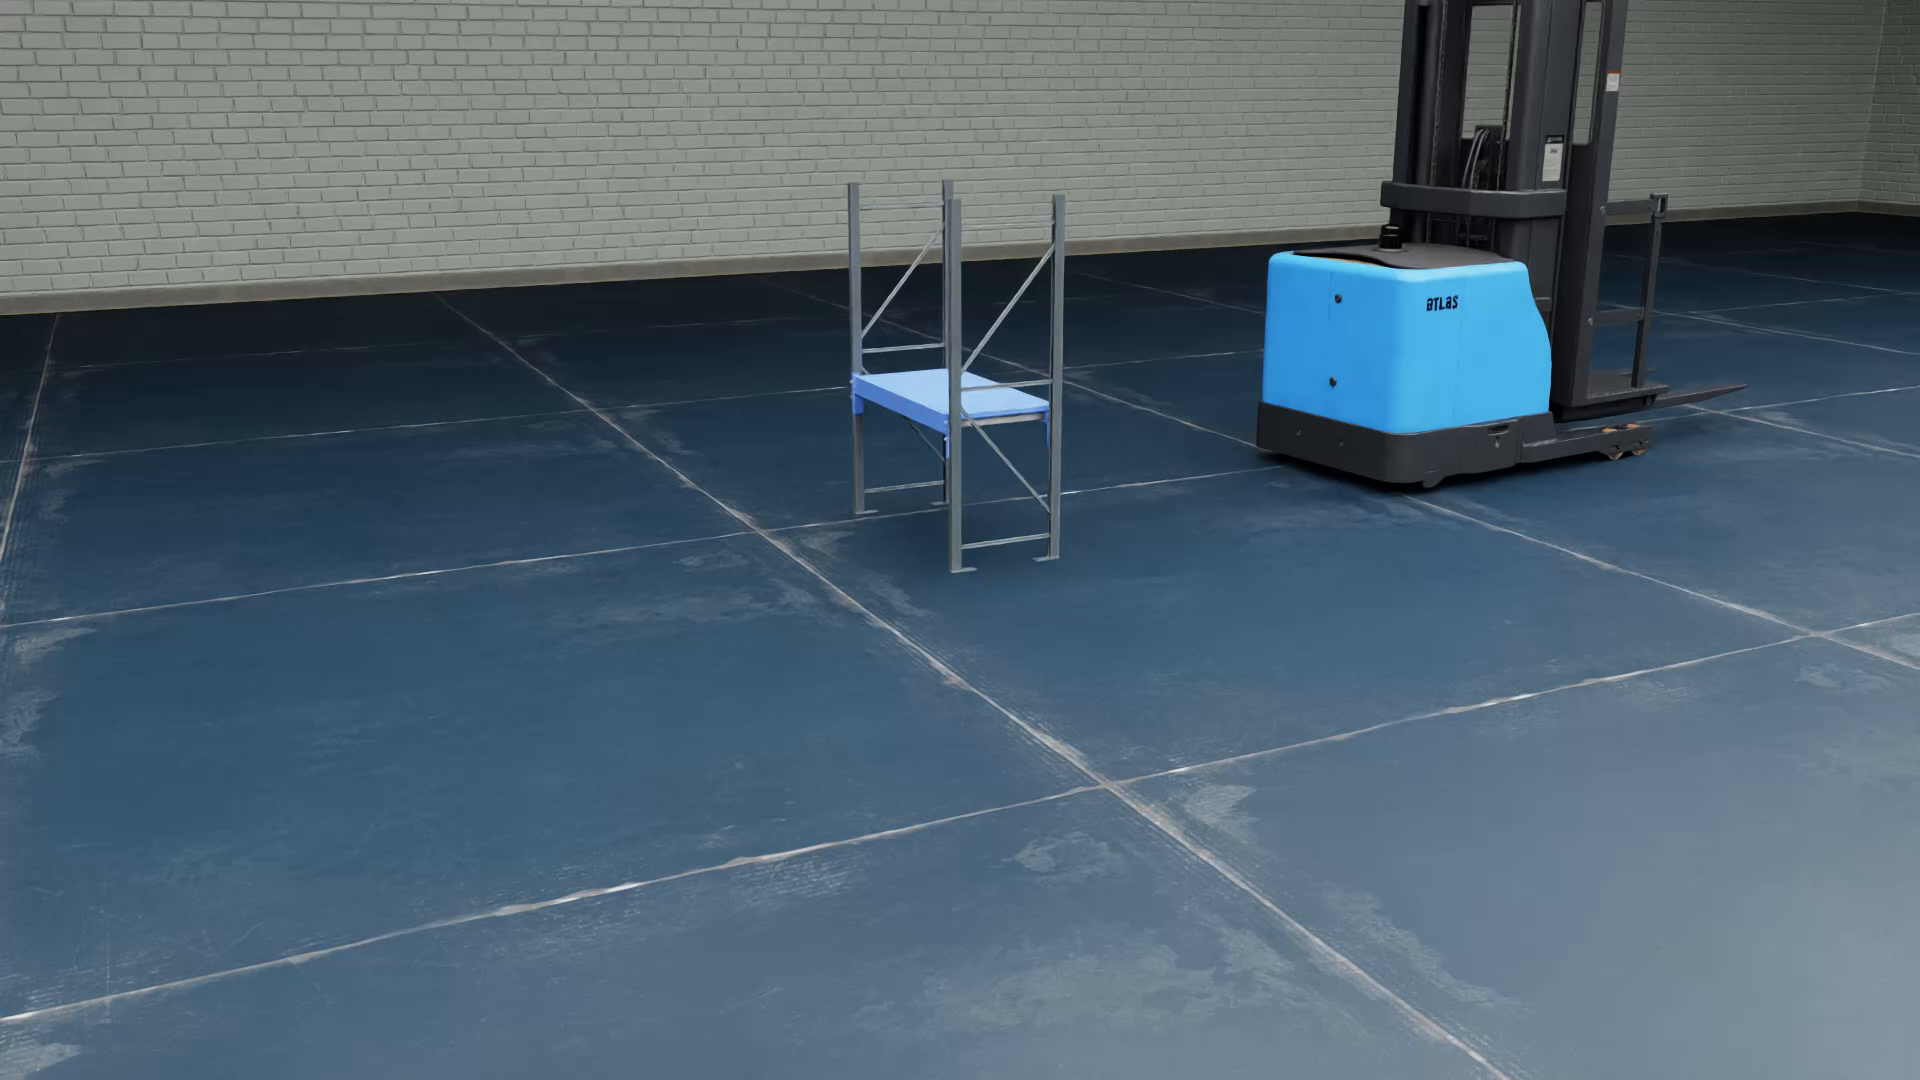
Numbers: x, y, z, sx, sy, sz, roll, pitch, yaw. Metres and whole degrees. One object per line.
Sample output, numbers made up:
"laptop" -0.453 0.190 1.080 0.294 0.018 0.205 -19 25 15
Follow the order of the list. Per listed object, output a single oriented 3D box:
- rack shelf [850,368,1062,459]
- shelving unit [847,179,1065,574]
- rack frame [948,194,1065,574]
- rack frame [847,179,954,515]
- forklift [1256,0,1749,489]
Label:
"rack shelf" -0.037 -0.569 7.167 0.538 0.185 1.000 -8 18 -25
"shelving unit" -0.037 -0.742 7.117 0.538 1.500 1.048 -8 18 -25
"rack frame" 0.185 -0.616 6.678 0.500 1.500 0.032 -8 18 -25
"rack frame" -0.260 -0.868 7.557 0.500 1.500 0.032 -8 18 -25
"forklift" 3.074 -1.942 8.704 3.031 2.935 1.130 -10 19 -31
